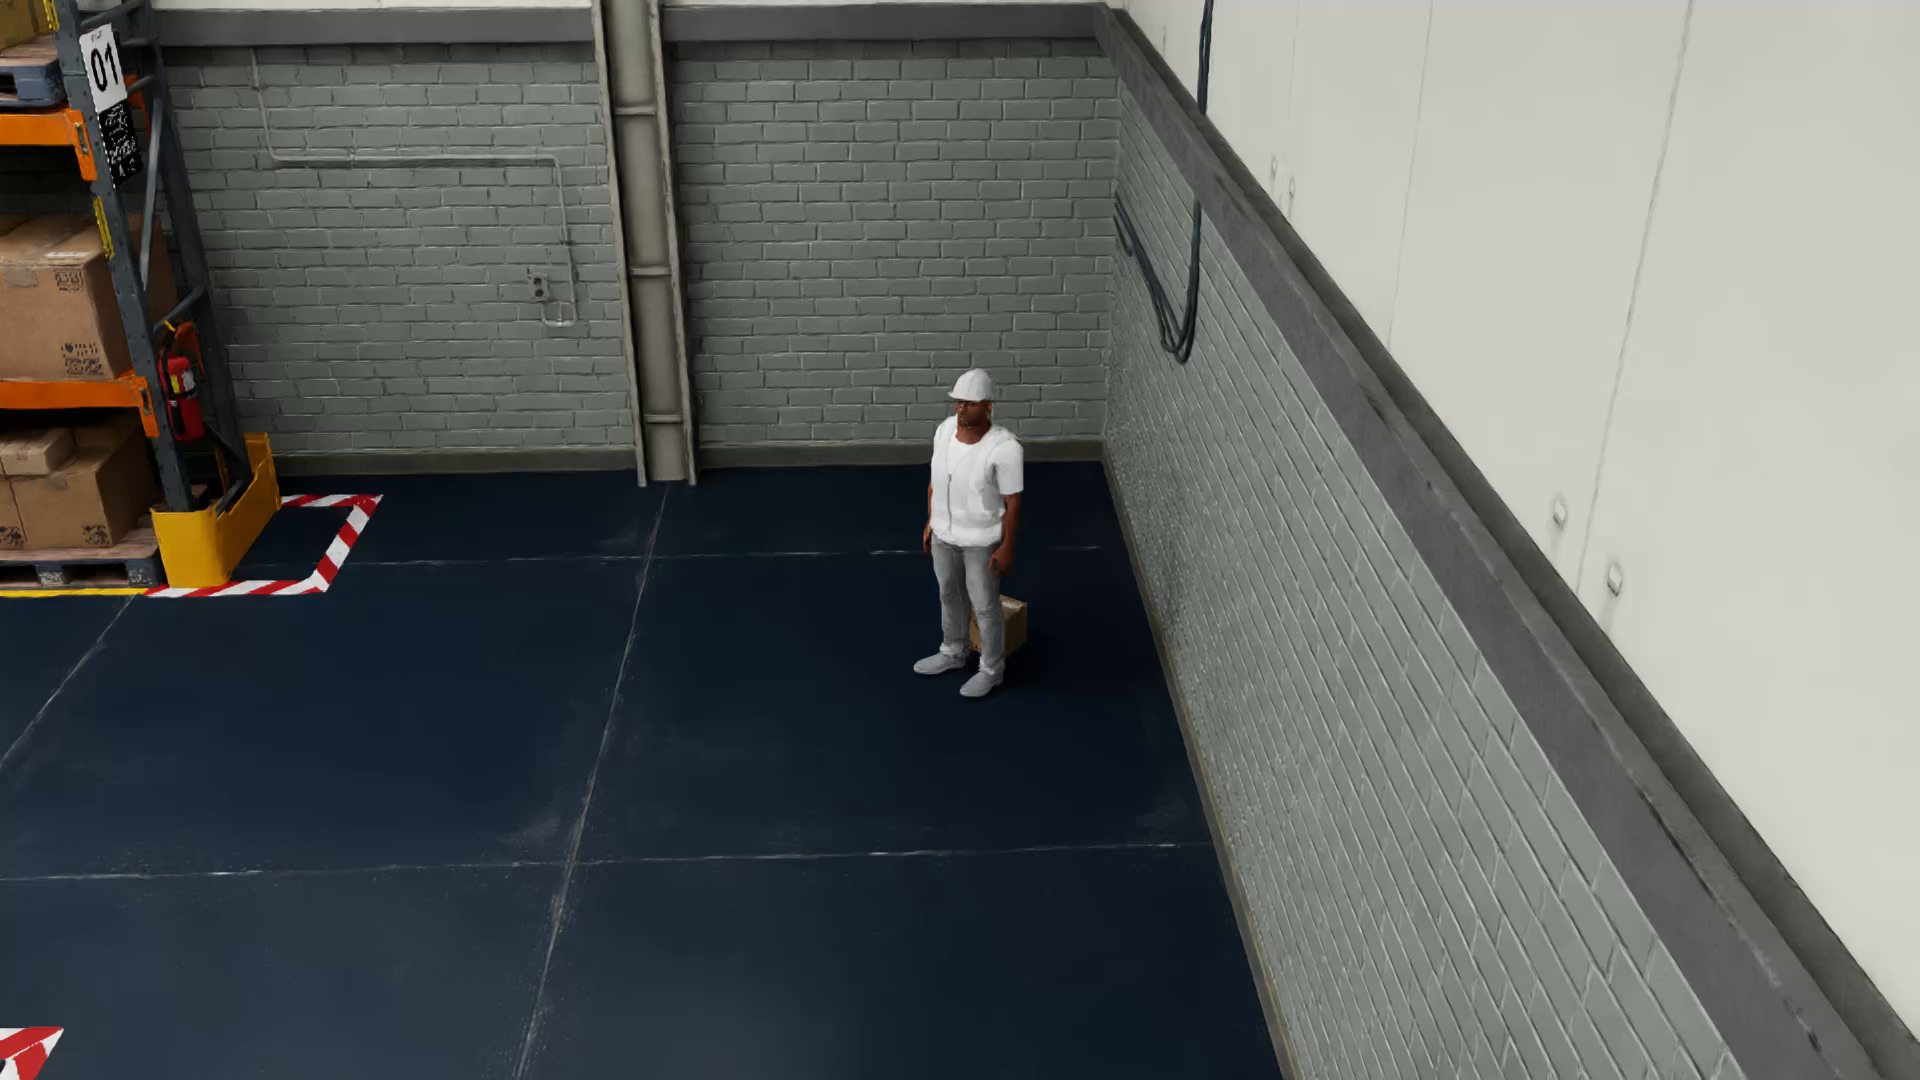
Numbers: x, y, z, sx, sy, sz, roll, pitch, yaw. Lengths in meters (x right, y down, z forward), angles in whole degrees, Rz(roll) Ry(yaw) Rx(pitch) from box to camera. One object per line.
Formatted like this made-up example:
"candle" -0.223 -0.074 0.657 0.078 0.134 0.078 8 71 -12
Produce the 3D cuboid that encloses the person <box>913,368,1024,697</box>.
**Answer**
"person" 0.043 -0.035 8.622 0.573 1.770 0.376 21 34 35
